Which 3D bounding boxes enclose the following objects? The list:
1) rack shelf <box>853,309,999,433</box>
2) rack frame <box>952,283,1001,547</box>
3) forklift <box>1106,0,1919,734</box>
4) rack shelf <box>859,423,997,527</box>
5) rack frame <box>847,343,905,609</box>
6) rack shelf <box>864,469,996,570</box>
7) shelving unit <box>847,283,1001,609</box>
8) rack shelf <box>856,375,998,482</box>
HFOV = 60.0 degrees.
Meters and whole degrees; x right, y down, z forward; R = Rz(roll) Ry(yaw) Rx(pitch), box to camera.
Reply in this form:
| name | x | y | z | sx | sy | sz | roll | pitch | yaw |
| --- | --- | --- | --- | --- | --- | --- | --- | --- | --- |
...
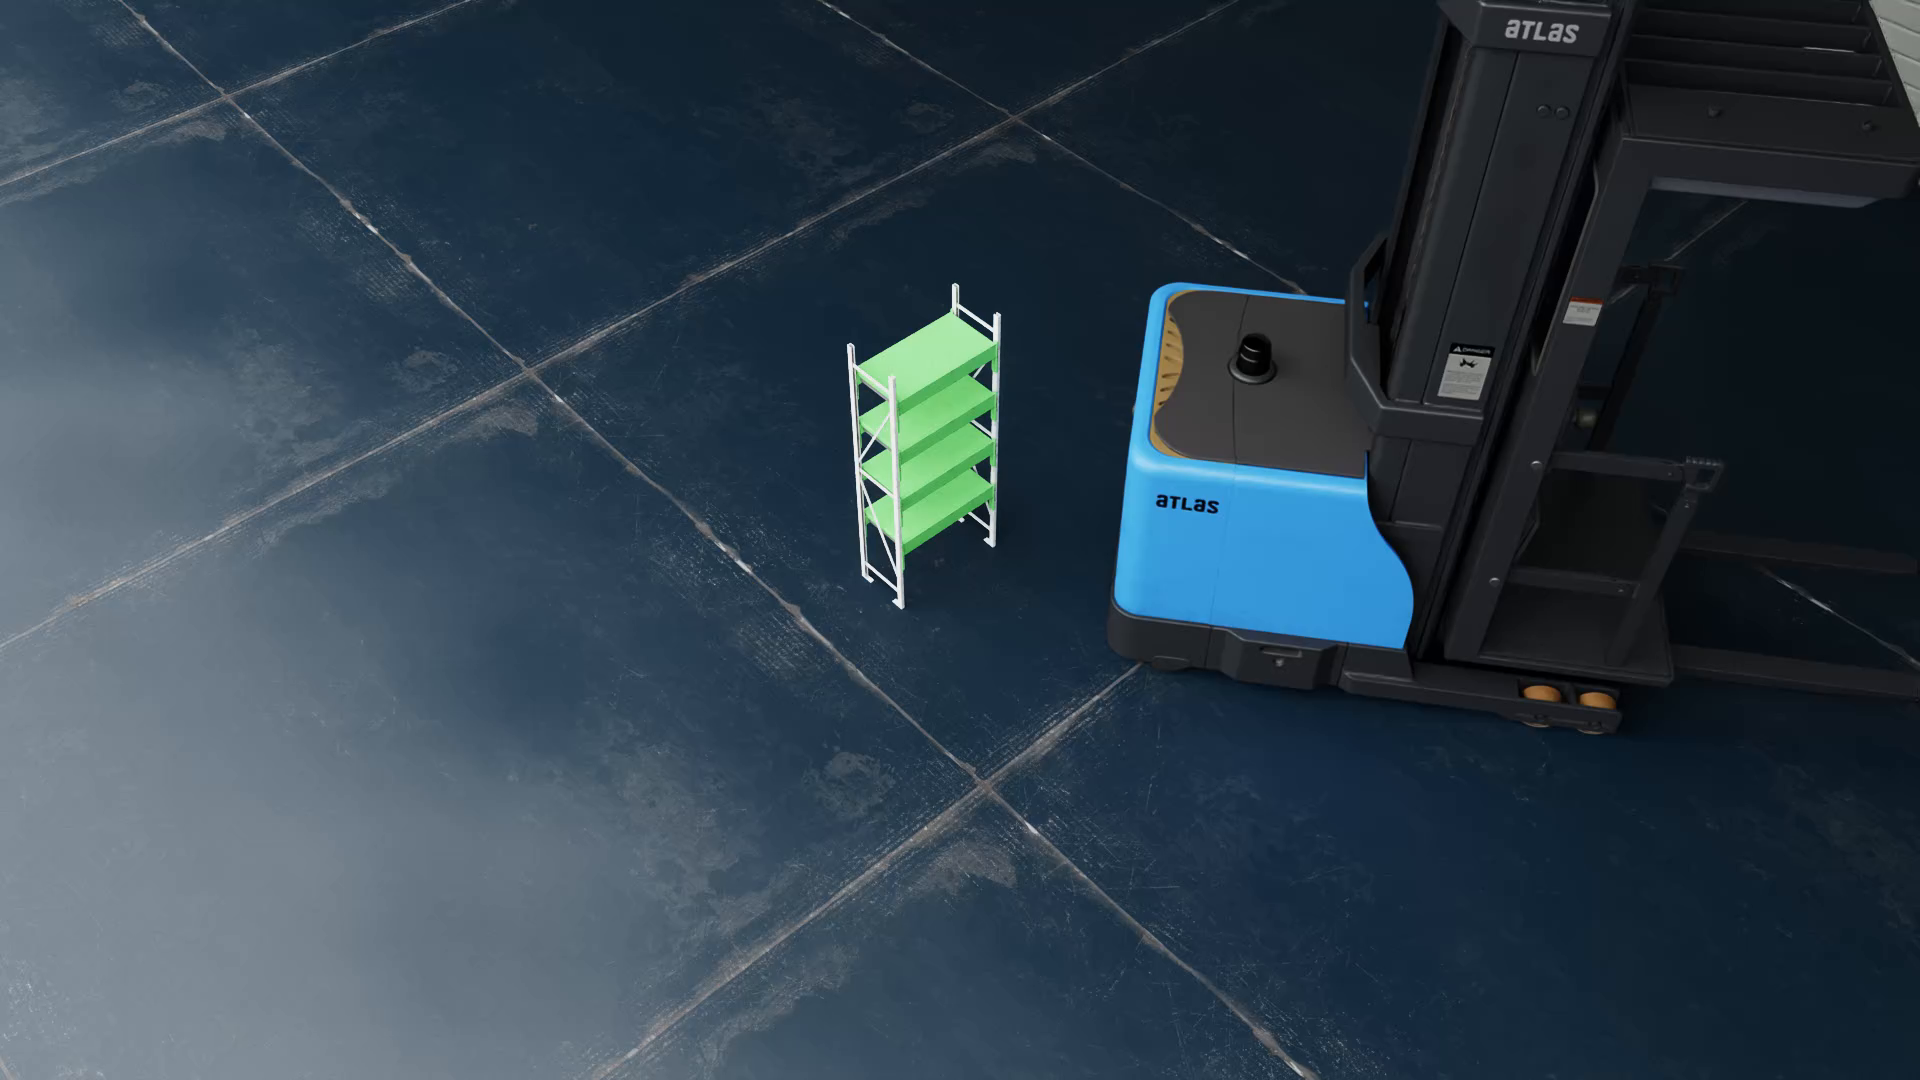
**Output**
| name | x | y | z | sx | sy | sz | roll | pitch | yaw |
| --- | --- | --- | --- | --- | --- | --- | --- | --- | --- |
| rack shelf | -0.122 | -0.607 | 5.928 | 0.480 | 0.148 | 0.258 | -34 | 56 | -27 |
| rack frame | 0.058 | -0.446 | 6.345 | 0.015 | 1.200 | 0.240 | -34 | 56 | -27 |
| forklift | 2.120 | -0.706 | 5.407 | 3.031 | 2.935 | 1.130 | 7 | 48 | 6 |
| rack shelf | -0.122 | -0.282 | 6.280 | 0.480 | 0.148 | 0.258 | -34 | 56 | -27 |
| rack frame | -0.303 | -0.204 | 6.122 | 0.015 | 1.200 | 0.240 | -34 | 56 | -27 |
| rack shelf | -0.122 | -0.119 | 6.457 | 0.480 | 0.148 | 0.258 | -34 | 56 | -27 |
| shelving unit | -0.122 | -0.325 | 6.234 | 0.503 | 1.200 | 0.258 | -34 | 56 | -27 |
| rack shelf | -0.122 | -0.444 | 6.104 | 0.480 | 0.148 | 0.258 | -34 | 56 | -27 |
